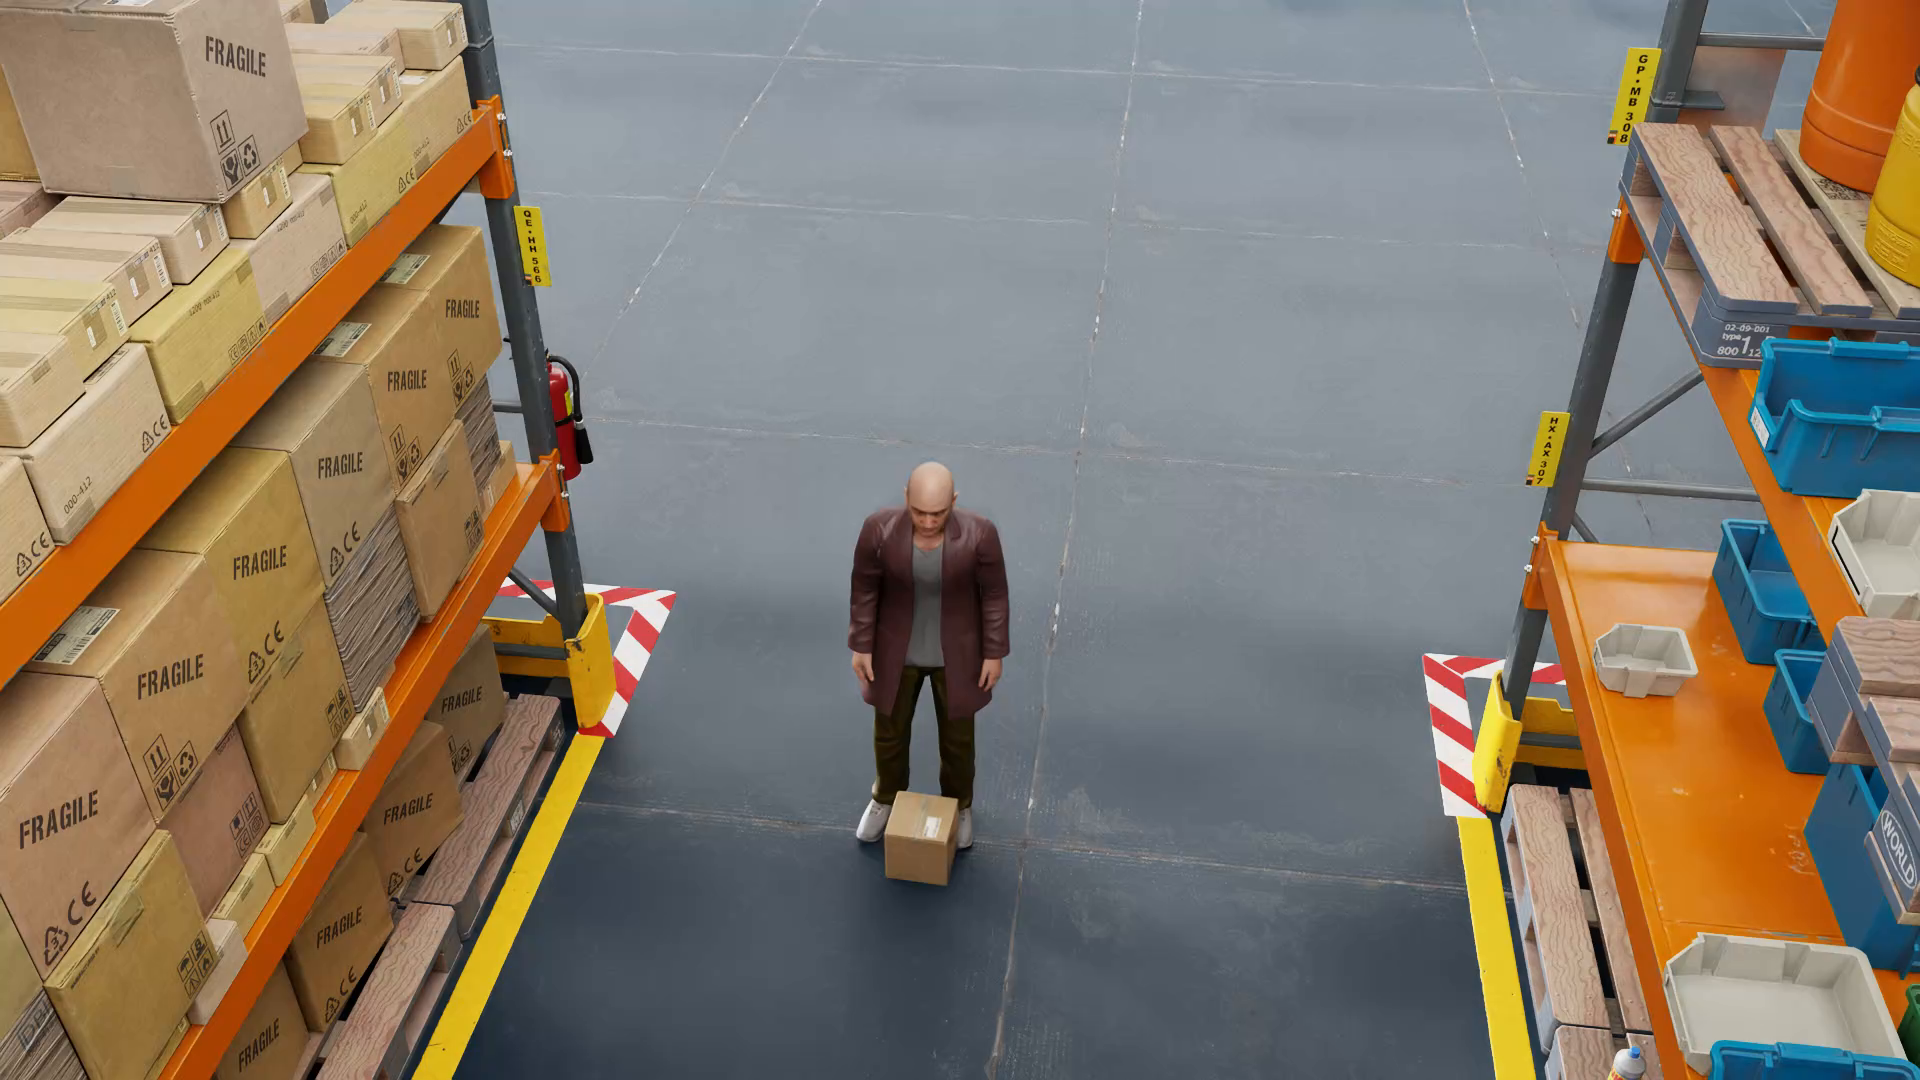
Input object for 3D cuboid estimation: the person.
[{"bbox_3d":[-0.123,0.433,6.452,0.635,1.773,0.427,3,36,4],"label":"person"}]
